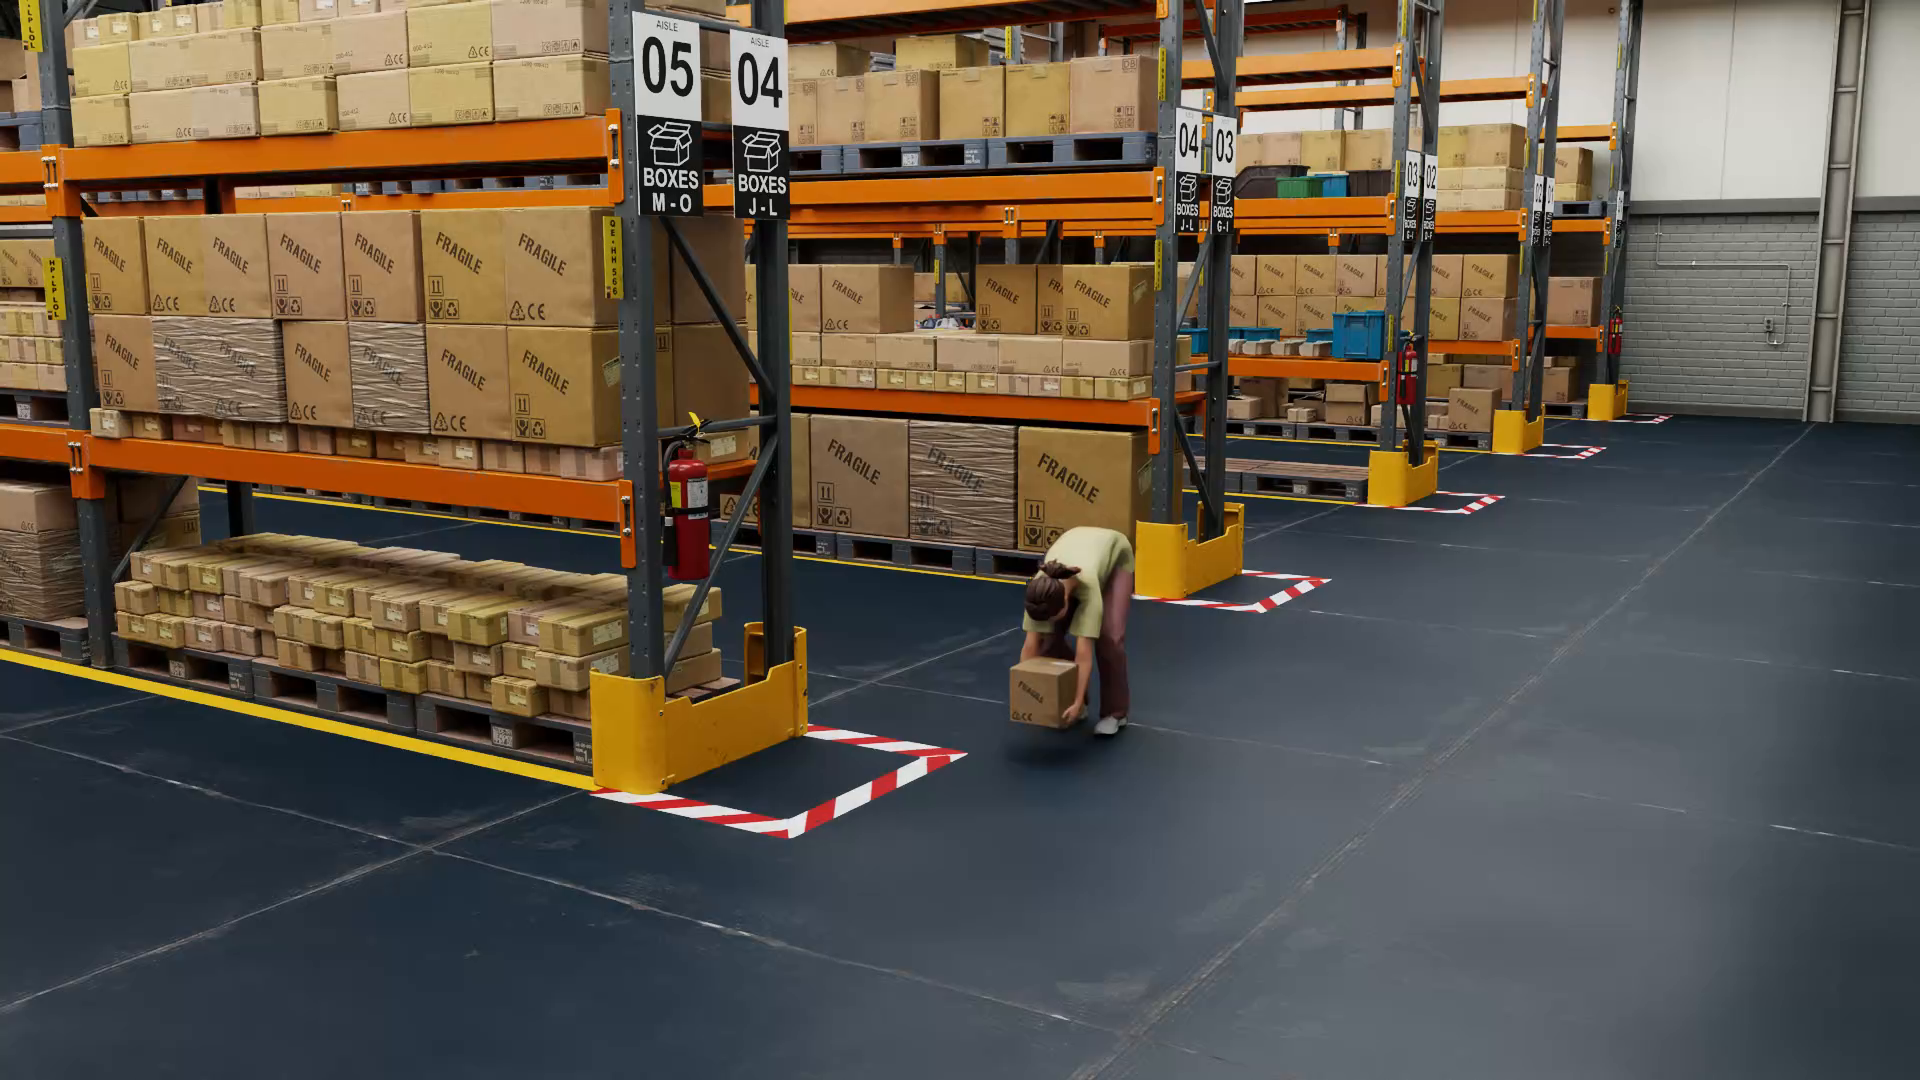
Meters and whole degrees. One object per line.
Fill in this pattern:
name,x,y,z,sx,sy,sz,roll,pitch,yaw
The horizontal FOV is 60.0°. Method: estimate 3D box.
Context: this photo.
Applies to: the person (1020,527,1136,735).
person,0.532,0.481,7.822,0.457,0.913,0.856,5,11,29
